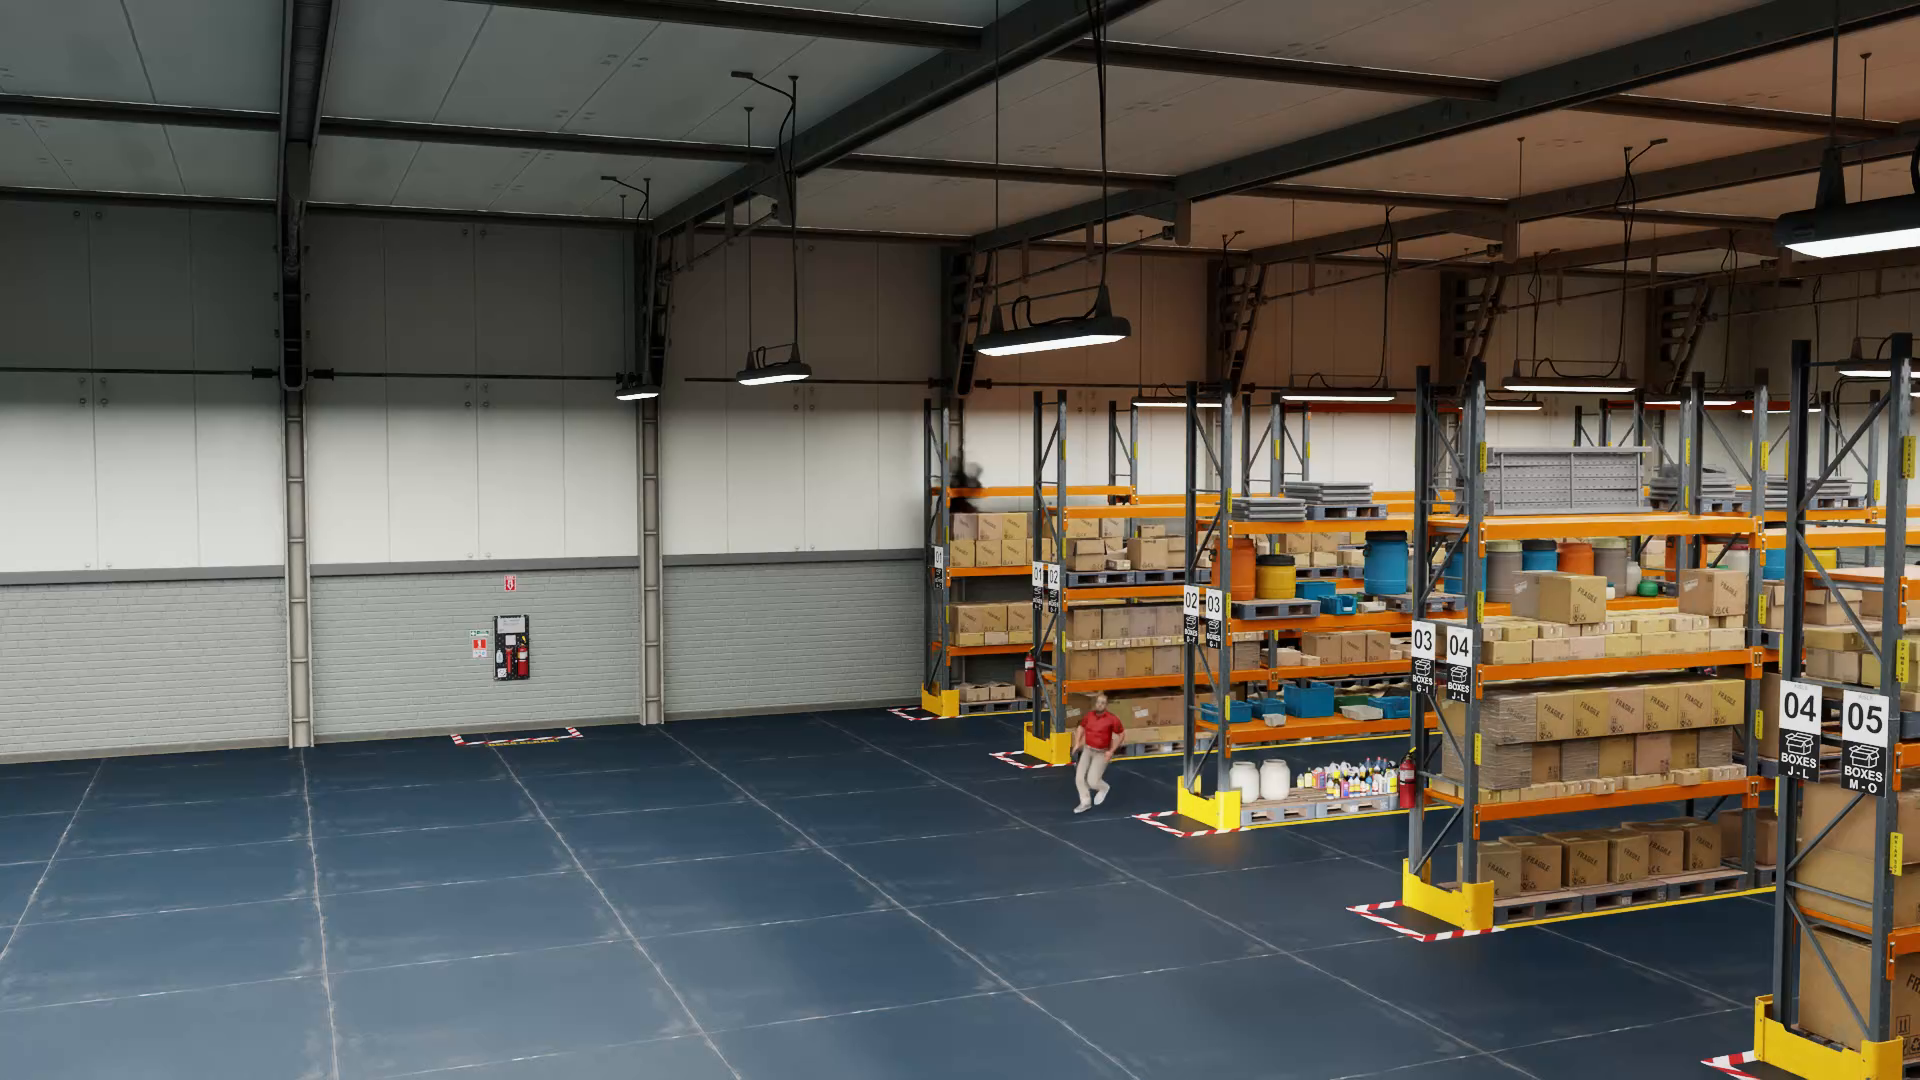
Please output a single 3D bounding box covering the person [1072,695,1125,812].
[{"bbox_3d":[1.931,2.979,23.182,0.706,1.665,0.563,2,4,37],"label":"person"}]
